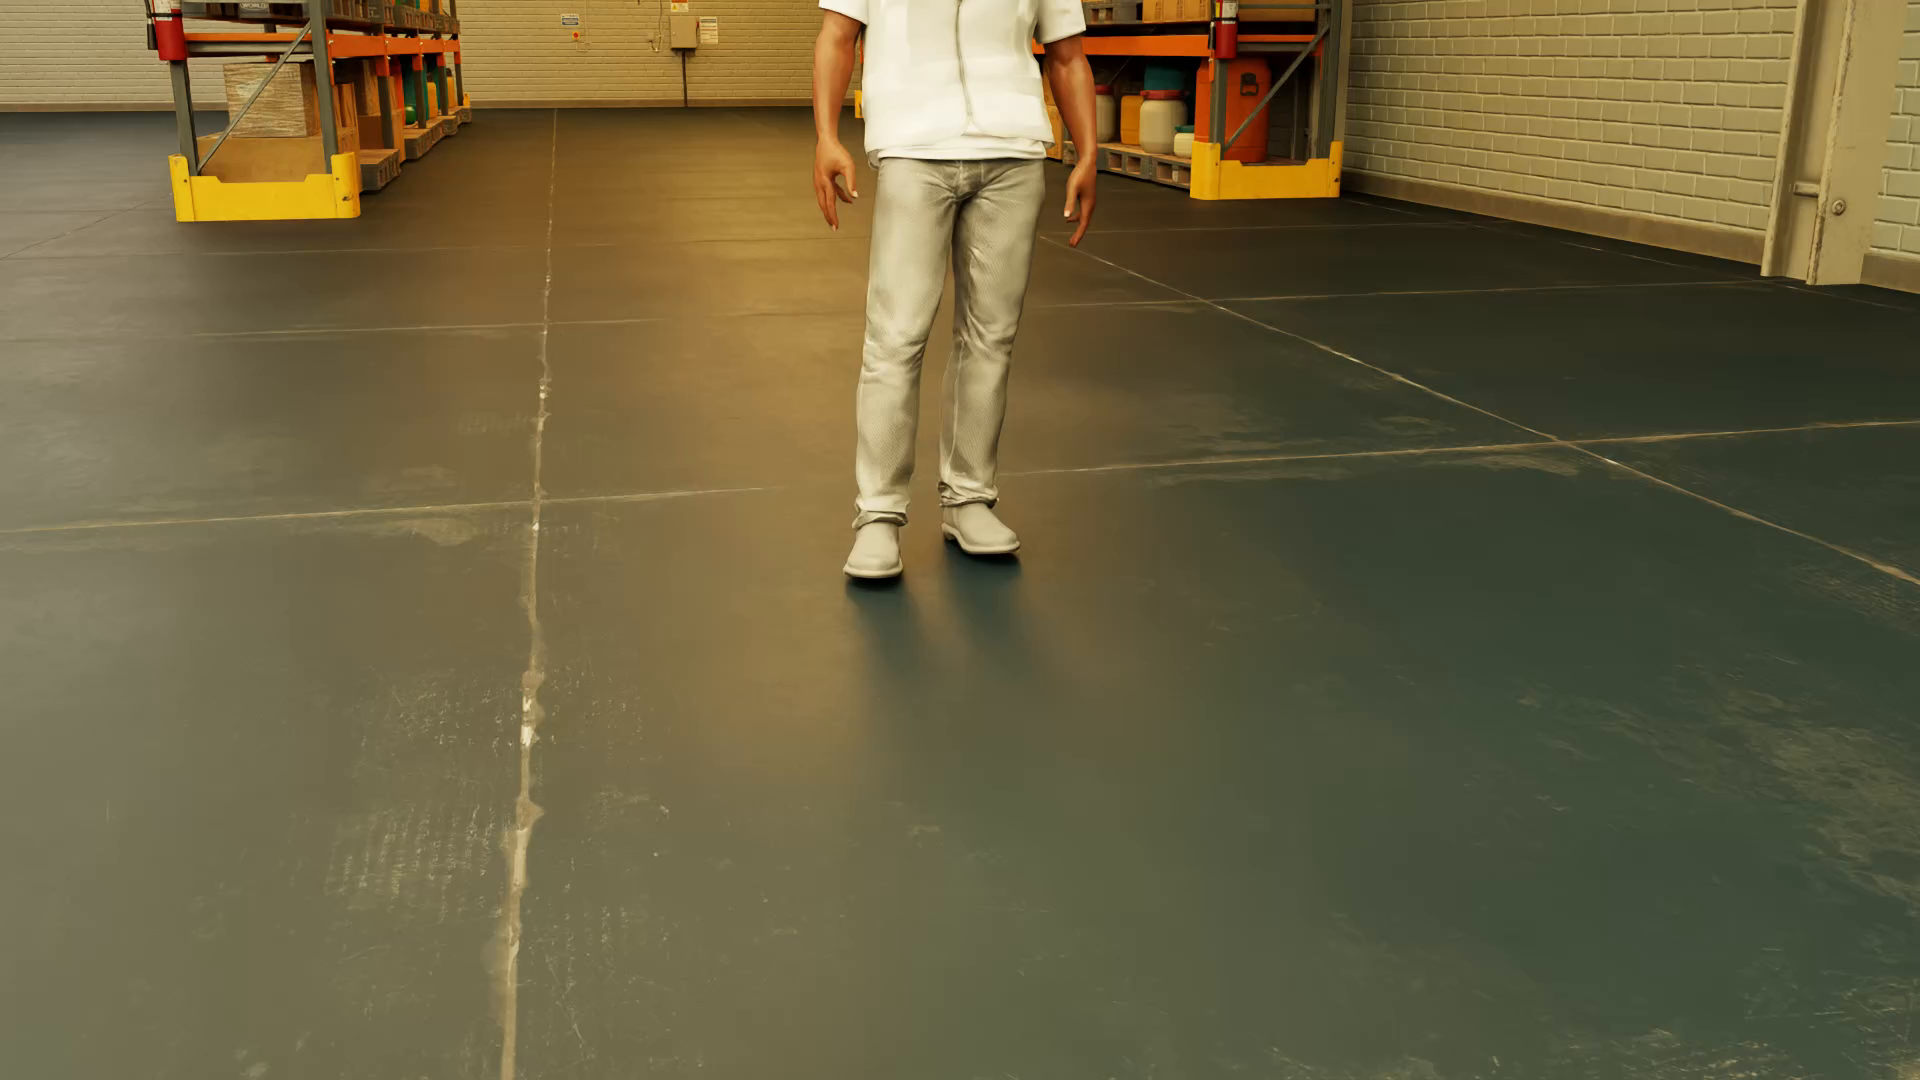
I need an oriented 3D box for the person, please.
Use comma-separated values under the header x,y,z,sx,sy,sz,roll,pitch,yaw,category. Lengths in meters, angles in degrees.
x,y,z,sx,sy,sz,roll,pitch,yaw,category
0.009,-0.834,3.696,0.665,1.765,0.577,-4,17,-12,person
